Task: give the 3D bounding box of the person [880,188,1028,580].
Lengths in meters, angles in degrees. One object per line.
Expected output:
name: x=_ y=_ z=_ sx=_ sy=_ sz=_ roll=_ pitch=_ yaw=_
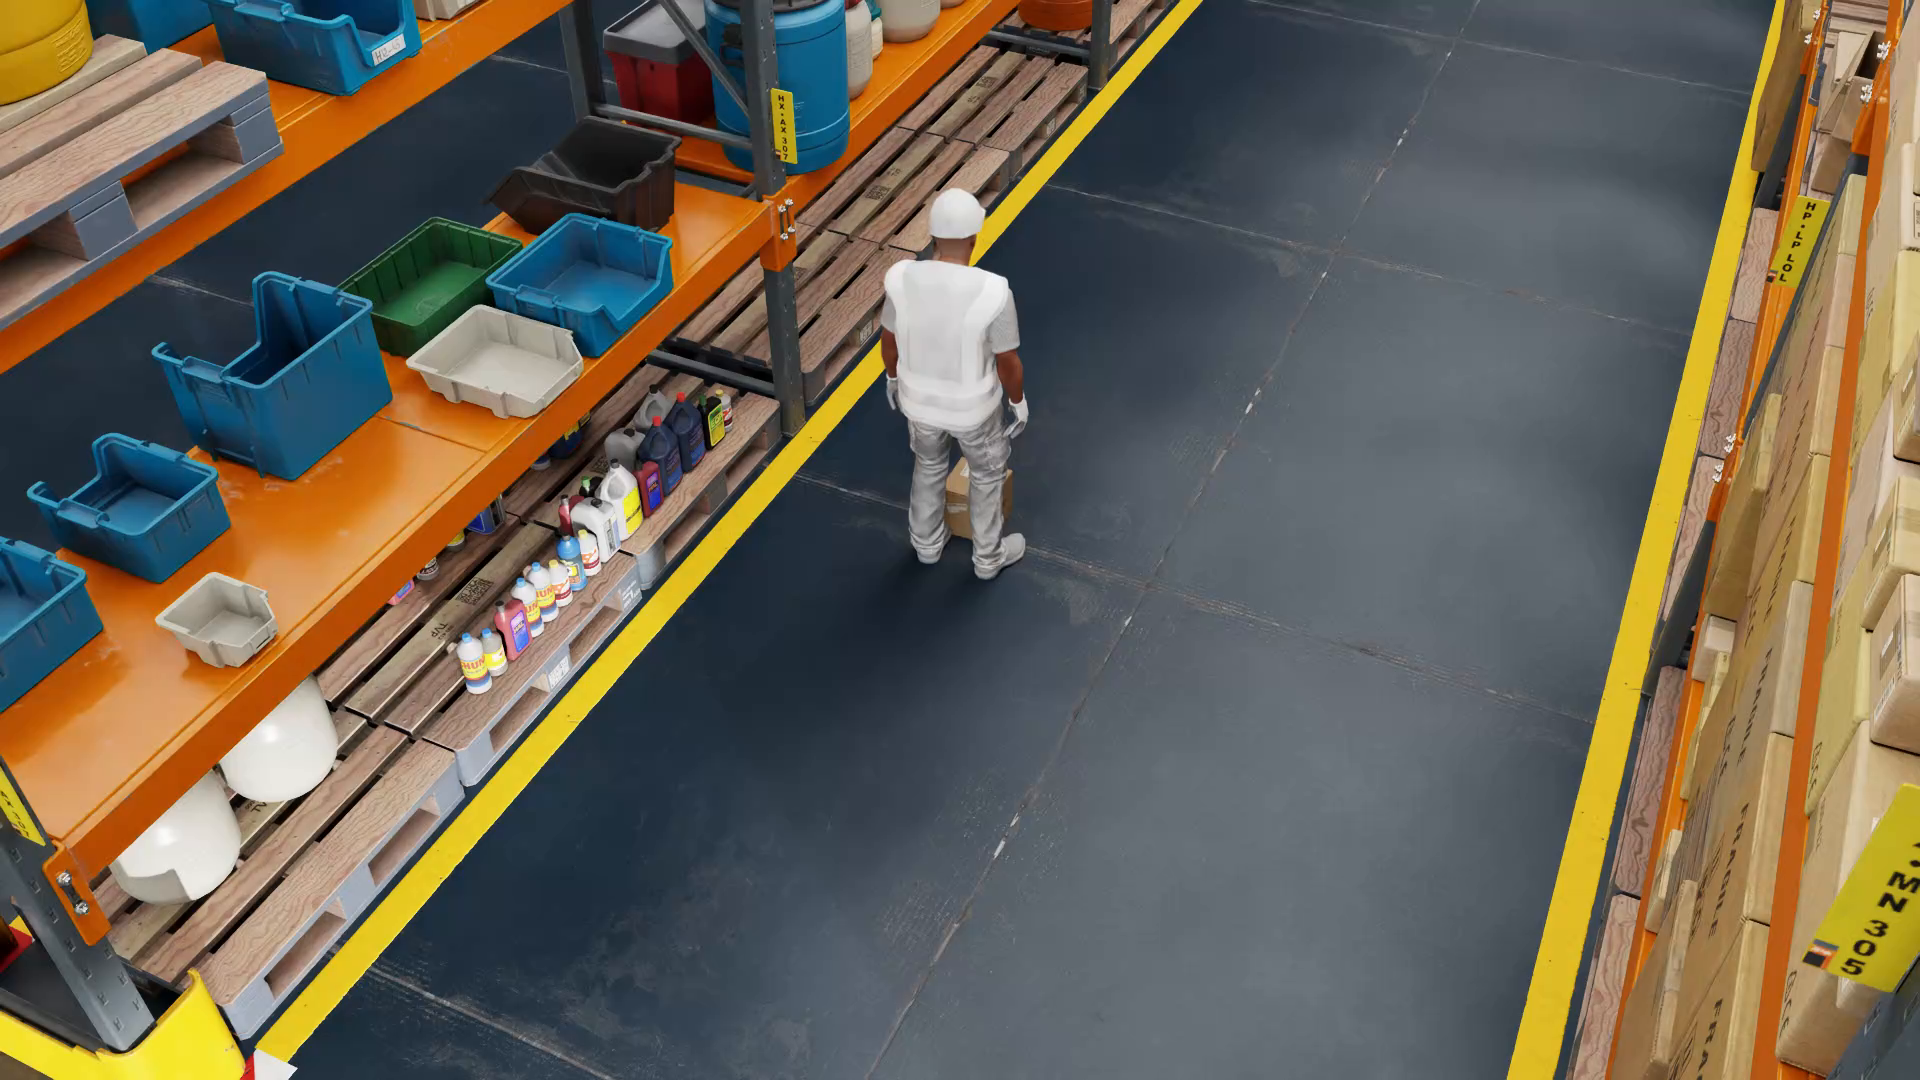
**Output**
person: x=-0.017 y=-0.604 z=6.832 sx=0.618 sy=1.772 sz=0.451 roll=15 pitch=44 yaw=16
